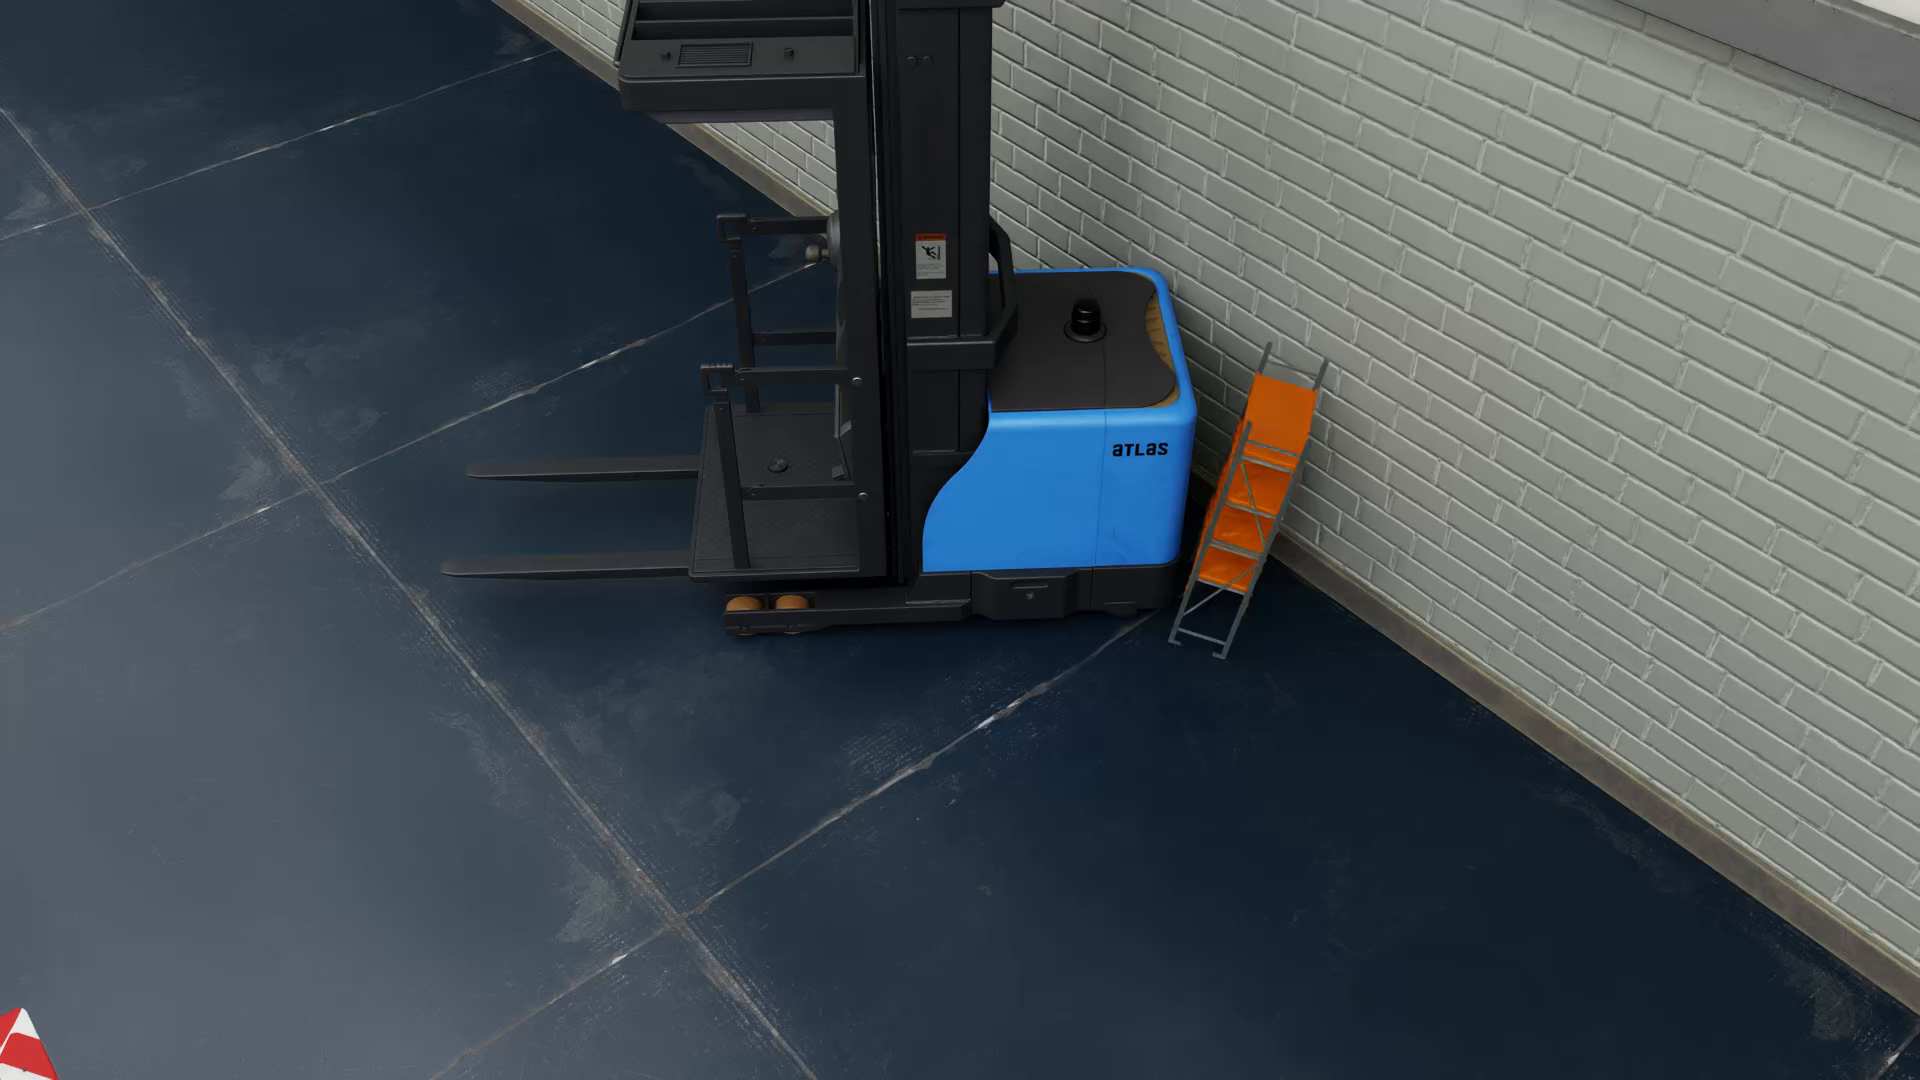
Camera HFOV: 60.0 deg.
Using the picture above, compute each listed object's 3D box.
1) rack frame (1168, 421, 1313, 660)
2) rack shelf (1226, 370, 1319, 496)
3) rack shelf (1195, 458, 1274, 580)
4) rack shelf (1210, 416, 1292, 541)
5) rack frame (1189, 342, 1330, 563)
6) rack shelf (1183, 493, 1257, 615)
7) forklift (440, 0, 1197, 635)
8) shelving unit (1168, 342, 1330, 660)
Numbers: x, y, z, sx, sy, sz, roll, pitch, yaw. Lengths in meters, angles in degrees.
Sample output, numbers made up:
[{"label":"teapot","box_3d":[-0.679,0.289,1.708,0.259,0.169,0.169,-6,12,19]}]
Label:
[{"label":"rack frame","box_3d":[1.047,0.030,6.321,0.240,1.200,0.015,17,45,5]},{"label":"rack shelf","box_3d":[1.172,-0.403,6.213,0.258,0.148,0.480,17,45,5]},{"label":"rack shelf","box_3d":[1.105,-0.085,6.539,0.258,0.148,0.480,17,45,5]},{"label":"rack shelf","box_3d":[1.137,-0.239,6.381,0.258,0.148,0.480,17,45,5]},{"label":"rack frame","box_3d":[1.182,-0.292,6.662,0.240,1.200,0.015,17,45,5]},{"label":"rack shelf","box_3d":[1.076,0.052,6.680,0.258,0.148,0.480,17,45,5]},{"label":"forklift","box_3d":[-0.625,-1.049,6.226,3.031,2.935,1.130,-2,43,-2]},{"label":"shelving unit","box_3d":[1.115,-0.131,6.492,0.258,1.200,0.503,17,45,5]}]
